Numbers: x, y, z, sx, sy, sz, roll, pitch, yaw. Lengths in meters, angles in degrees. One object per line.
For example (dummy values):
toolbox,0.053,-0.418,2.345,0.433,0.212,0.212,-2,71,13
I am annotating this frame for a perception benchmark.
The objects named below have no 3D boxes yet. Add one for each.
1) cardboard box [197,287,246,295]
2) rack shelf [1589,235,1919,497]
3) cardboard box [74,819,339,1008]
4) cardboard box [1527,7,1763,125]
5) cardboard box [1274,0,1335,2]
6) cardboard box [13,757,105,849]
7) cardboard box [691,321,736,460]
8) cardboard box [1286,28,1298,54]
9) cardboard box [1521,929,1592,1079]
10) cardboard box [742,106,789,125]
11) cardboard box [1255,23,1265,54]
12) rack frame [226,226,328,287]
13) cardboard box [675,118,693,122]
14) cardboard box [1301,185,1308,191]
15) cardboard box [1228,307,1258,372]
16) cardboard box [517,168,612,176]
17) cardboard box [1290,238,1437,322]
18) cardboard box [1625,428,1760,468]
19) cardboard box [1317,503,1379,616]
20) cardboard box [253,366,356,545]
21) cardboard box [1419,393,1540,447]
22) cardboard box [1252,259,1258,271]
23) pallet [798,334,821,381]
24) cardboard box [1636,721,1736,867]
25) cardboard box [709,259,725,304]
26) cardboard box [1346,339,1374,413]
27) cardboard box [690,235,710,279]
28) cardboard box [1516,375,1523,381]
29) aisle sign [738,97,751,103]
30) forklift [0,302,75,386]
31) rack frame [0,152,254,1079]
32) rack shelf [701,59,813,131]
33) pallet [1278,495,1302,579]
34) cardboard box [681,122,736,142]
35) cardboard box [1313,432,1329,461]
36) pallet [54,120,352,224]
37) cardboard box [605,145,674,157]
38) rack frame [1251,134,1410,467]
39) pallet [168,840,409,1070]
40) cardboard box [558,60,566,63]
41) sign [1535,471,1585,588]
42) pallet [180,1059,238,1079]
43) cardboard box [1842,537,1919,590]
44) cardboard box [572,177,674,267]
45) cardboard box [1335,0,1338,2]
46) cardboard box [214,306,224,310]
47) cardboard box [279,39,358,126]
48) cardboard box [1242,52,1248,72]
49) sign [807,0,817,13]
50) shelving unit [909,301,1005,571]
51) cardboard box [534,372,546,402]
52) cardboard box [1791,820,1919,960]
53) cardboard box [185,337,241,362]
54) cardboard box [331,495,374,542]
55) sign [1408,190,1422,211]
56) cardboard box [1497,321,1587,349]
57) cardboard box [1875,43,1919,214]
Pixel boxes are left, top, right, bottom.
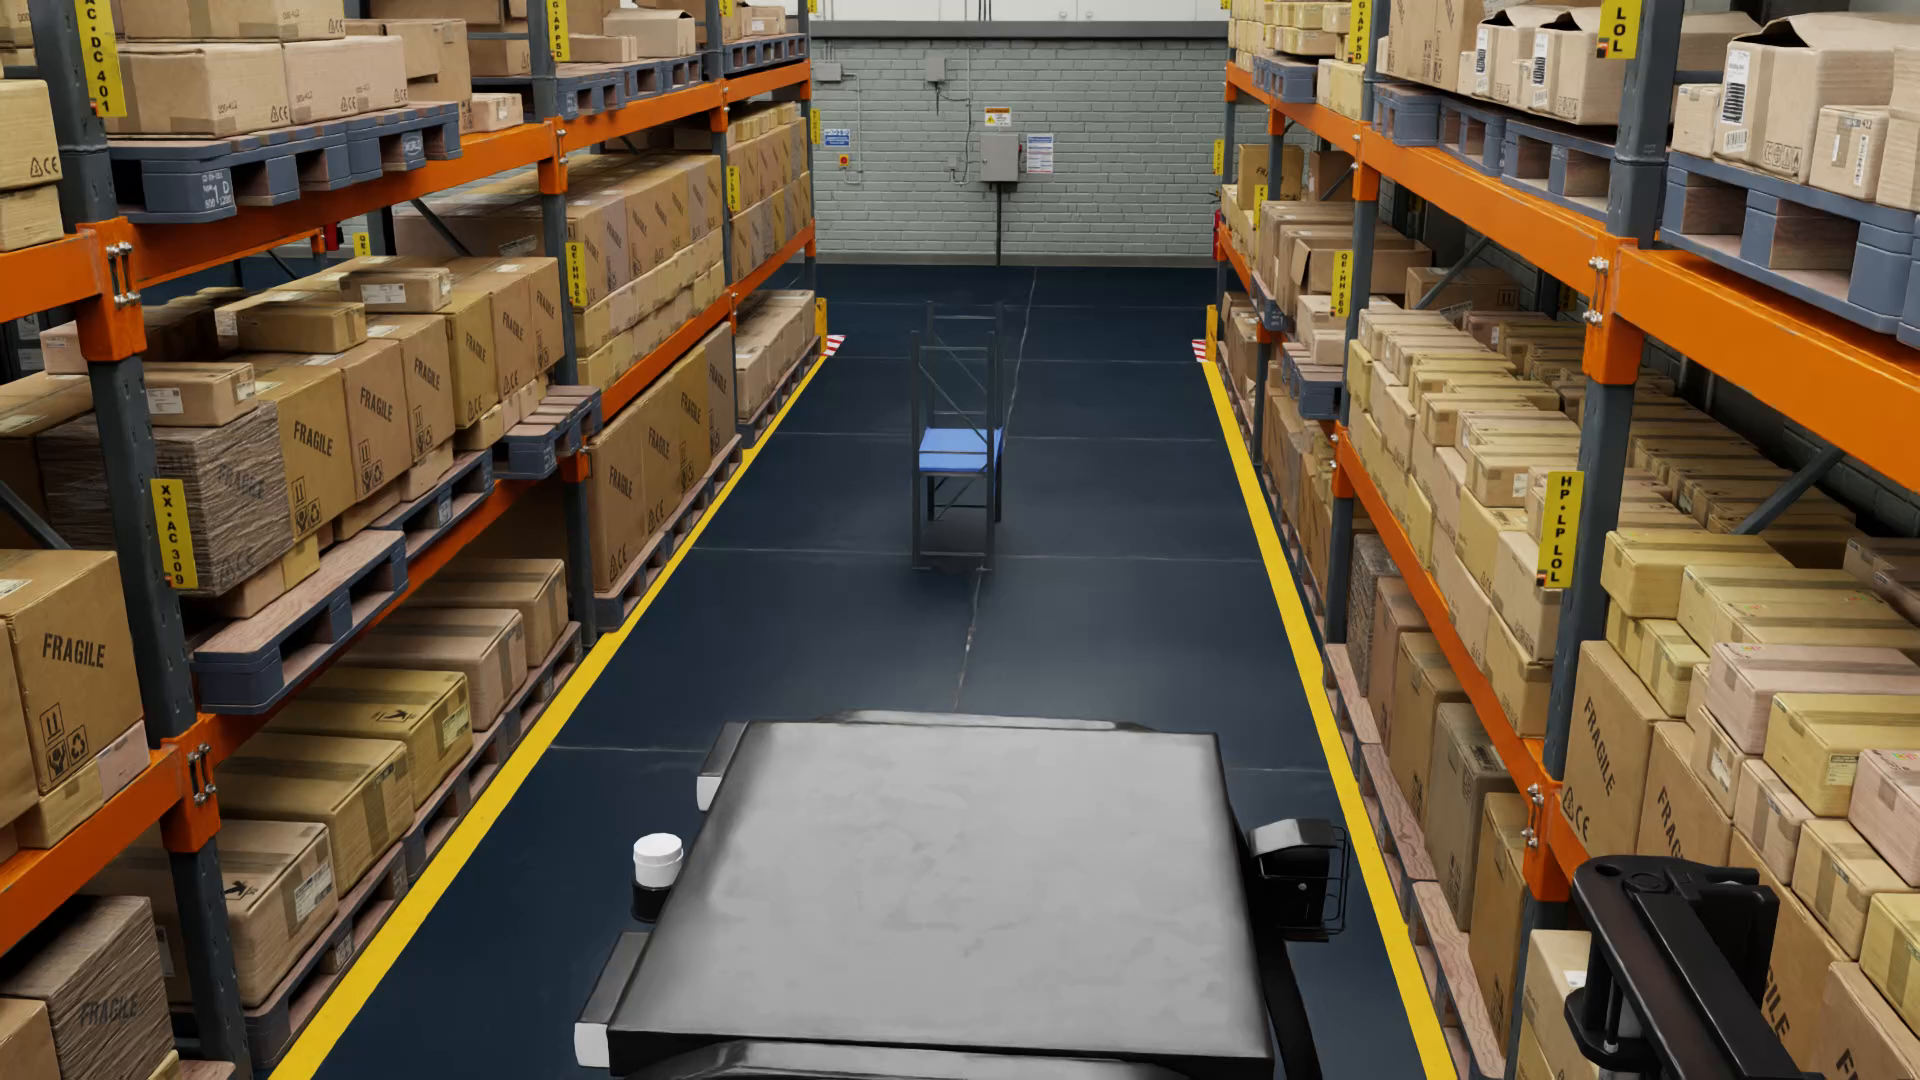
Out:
cardboard box,-7.259,-2.394,16.360,0.380,0.149,0.250,0,18,1
rack shelf,2.010,0.032,2.347,1.077,0.370,4.000,1,18,4
cardboard box,-2.763,1.271,5.774,0.950,0.372,0.625,2,18,5
cardboard box,1.962,-1.366,4.766,0.500,0.311,0.500,1,18,2
cardboard box,2.357,-3.796,11.299,0.396,0.266,0.258,1,18,3
cardboard box,-2.528,0.688,4.409,0.380,0.149,0.250,2,18,5
cardboard box,-2.189,-1.096,12.188,0.875,0.875,0.875,2,18,6
cardboard box,2.210,-3.064,10.207,0.380,0.149,0.250,2,18,5
cardboard box,1.805,1.269,4.368,0.500,0.250,0.500,1,18,3
cardboard box,-1.752,-3.819,14.952,0.380,0.149,0.250,2,18,5
cardboard box,2.538,-3.803,12.658,0.500,0.250,0.500,1,18,2
rack frame,-6.882,-3.422,16.548,1.000,3.000,0.127,1,18,4
cardboard box,-2.383,-3.348,13.516,0.380,0.149,0.250,1,18,3
cardboard box,3.245,-3.154,15.495,0.500,0.250,0.500,2,18,6
cardboard box,2.775,-1.792,14.915,0.700,0.500,0.500,2,18,6
cardboard box,-2.590,-2.178,10.987,0.500,0.500,0.500,1,18,3
cardboard box,2.372,-1.508,9.868,0.797,0.503,0.637,1,18,3
cardboard box,2.523,-0.282,5.765,0.380,0.149,0.250,1,18,4
cardboard box,2.256,0.104,9.129,0.500,0.500,0.500,2,18,6
cardboard box,-2.443,-0.299,5.705,0.500,0.500,0.500,1,18,4
cardboard box,1.960,-0.454,6.290,0.380,0.149,0.250,1,18,2
cardboard box,2.489,-2.138,13.035,0.380,0.149,0.250,2,18,5
pallet,-1.917,-1.767,15.978,1.003,0.211,1.213,1,18,4
cardboard box,1.840,0.741,3.685,0.500,0.500,0.500,2,18,5
cardboard box,-2.005,-1.884,12.096,0.500,0.250,0.500,1,18,3
cardboard box,2.139,-0.783,7.933,0.500,0.250,0.500,1,18,4
cardboard box,-2.042,-1.969,11.552,0.500,0.250,0.500,2,18,5
cardboard box,2.650,-0.610,7.405,0.500,0.250,0.500,1,18,4
aisle sign,-2.222,-4.607,15.990,0.394,0.787,0.004,1,18,4
forklift,-5.541,-0.979,9.205,3.031,2.935,1.130,-4,19,-13
rack frame,-2.798,0.384,4.933,1.000,3.000,0.127,1,18,4
rack shelf,-2.081,-3.805,14.056,1.077,0.370,4.000,1,18,4
pallet,2.621,-0.032,10.682,1.003,0.211,1.213,1,18,4
cardboard box,-1.964,-3.184,13.014,0.380,0.149,0.250,1,18,3
cardboard box,2.356,-0.552,10.088,0.380,0.149,0.250,1,18,3
pallet,-2.648,-1.141,5.073,1.213,0.211,1.003,1,18,4
cardboard box,-2.466,-2.776,12.810,0.500,0.500,0.500,1,18,3
rack frame,2.727,-1.991,12.181,1.000,3.000,0.127,1,18,4
pallet,-2.744,1.468,6.105,1.003,0.211,1.213,1,18,4
cardboard box,-2.674,-3.084,9.866,0.500,0.500,0.500,1,18,4
sign,1.611,-0.028,4.458,0.100,0.325,0.005,1,18,4
pallet,-2.811,1.919,4.728,1.003,0.211,1.213,1,18,4
cardboard box,2.432,0.103,4.112,0.380,0.149,0.250,1,18,4
cardboard box,-2.114,-2.000,10.442,0.500,0.500,0.500,2,18,5
cardboard box,2.523,-3.886,12.108,0.500,0.250,0.500,1,18,4
cardboard box,-6.680,-2.055,15.327,0.380,0.149,0.250,2,18,6
cardboard box,-2.321,-1.499,5.431,0.500,0.250,0.500,1,18,3
cardboard box,2.552,-3.971,13.811,0.380,0.149,0.250,1,18,4
sign,-1.398,-5.135,15.664,0.100,0.325,0.005,1,18,4
shelving unit,-0.006,-0.686,10.609,0.538,1.500,1.048,1,18,4
cardboard box,-2.247,-0.746,8.112,0.380,0.149,0.250,2,18,5
cardboard box,1.747,0.628,2.986,0.380,0.149,0.250,1,18,2
cardboard box,-2.917,-0.467,6.218,0.500,0.500,0.500,2,18,6
cardboard box,-2.412,-0.106,6.159,0.380,0.149,0.250,2,18,5
sign,3.280,-2.529,11.966,0.100,0.325,0.005,1,18,4
cardboard box,2.711,-0.915,7.695,0.380,0.149,0.250,2,18,5
cardboard box,1.744,-0.660,2.685,0.396,0.266,0.258,1,18,3
